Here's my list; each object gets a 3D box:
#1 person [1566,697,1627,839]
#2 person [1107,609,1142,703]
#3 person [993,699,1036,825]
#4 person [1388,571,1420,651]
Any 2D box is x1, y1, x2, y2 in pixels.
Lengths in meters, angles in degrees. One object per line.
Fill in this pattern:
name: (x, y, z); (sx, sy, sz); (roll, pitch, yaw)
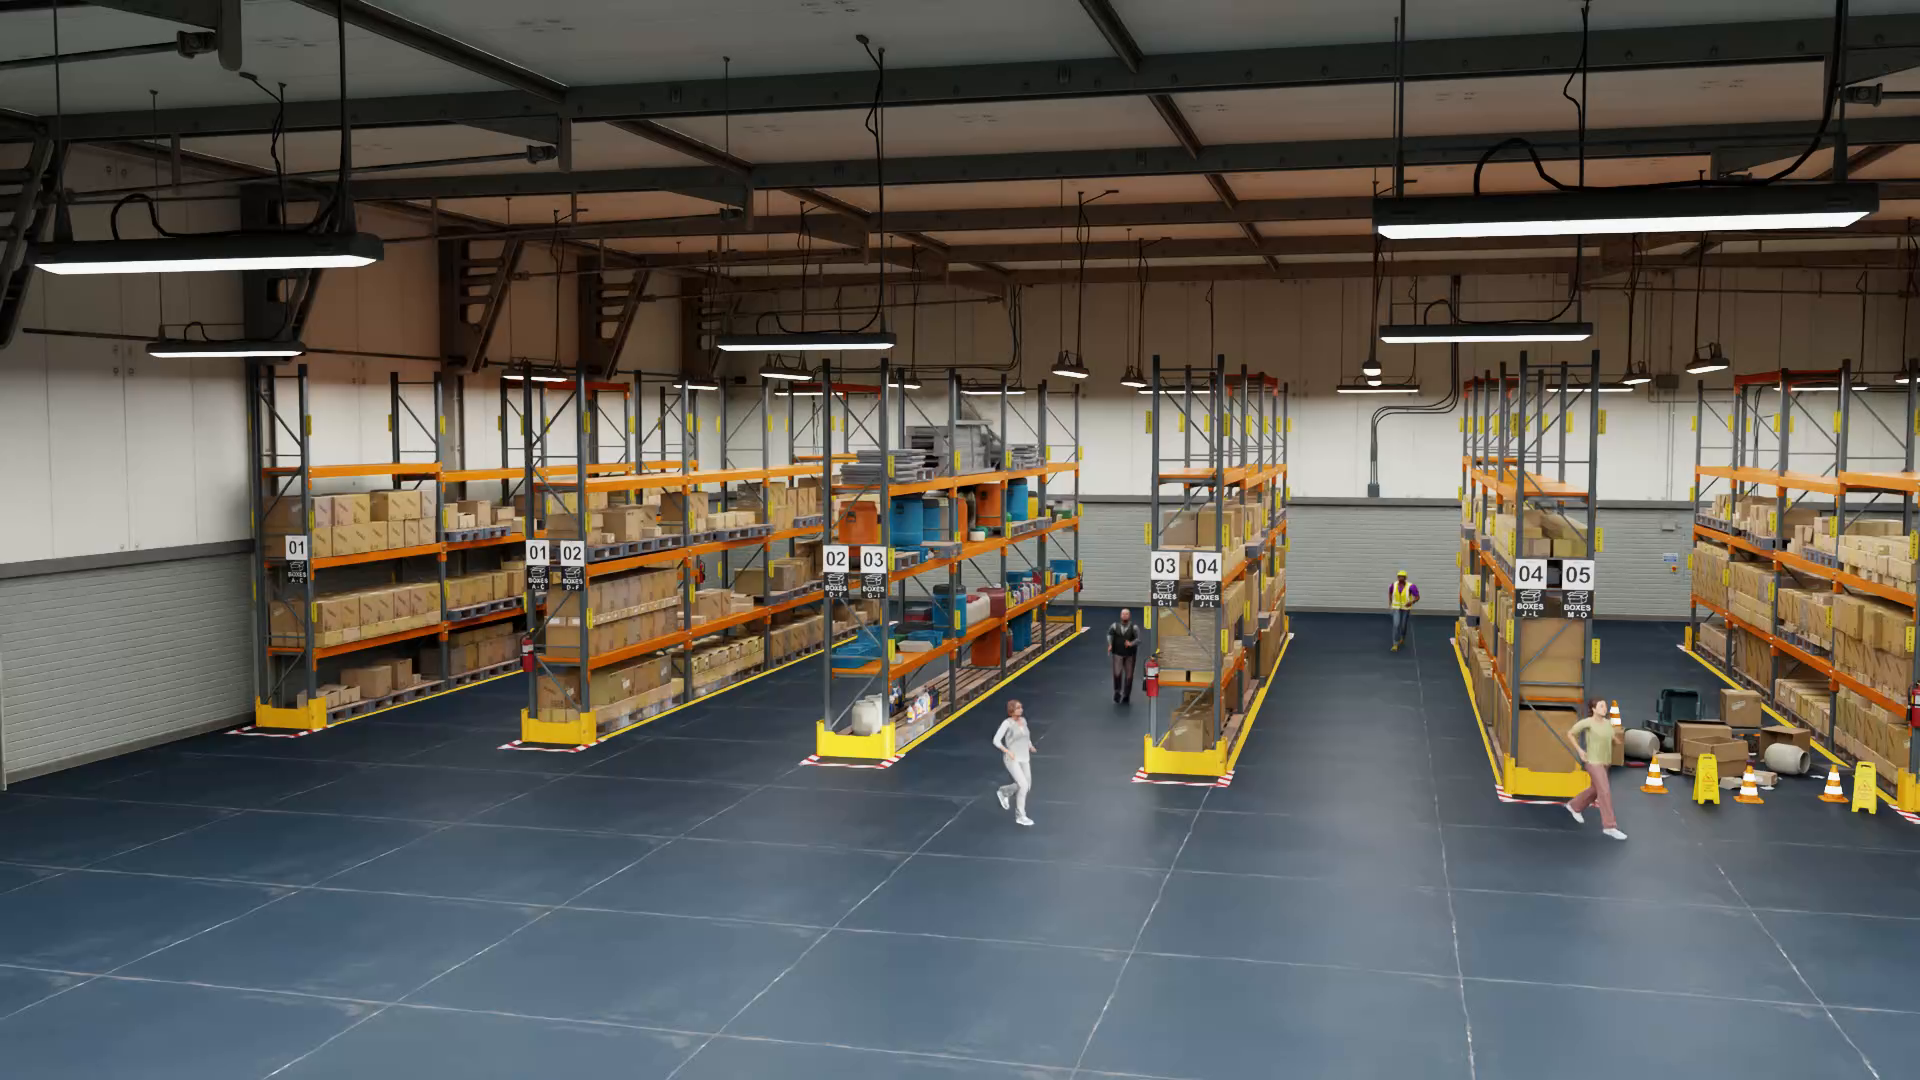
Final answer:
person: (7.796, 2.738, 20.343); (0.572, 1.659, 0.967); (-2, 5, -30)
person: (2.938, 2.088, 29.833); (0.638, 1.706, 0.682); (0, 4, 7)
person: (0.670, 2.823, 20.955); (0.542, 1.464, 0.680); (-4, 5, -44)
person: (9.907, 1.557, 37.141); (0.706, 1.778, 0.867); (2, 4, 24)
